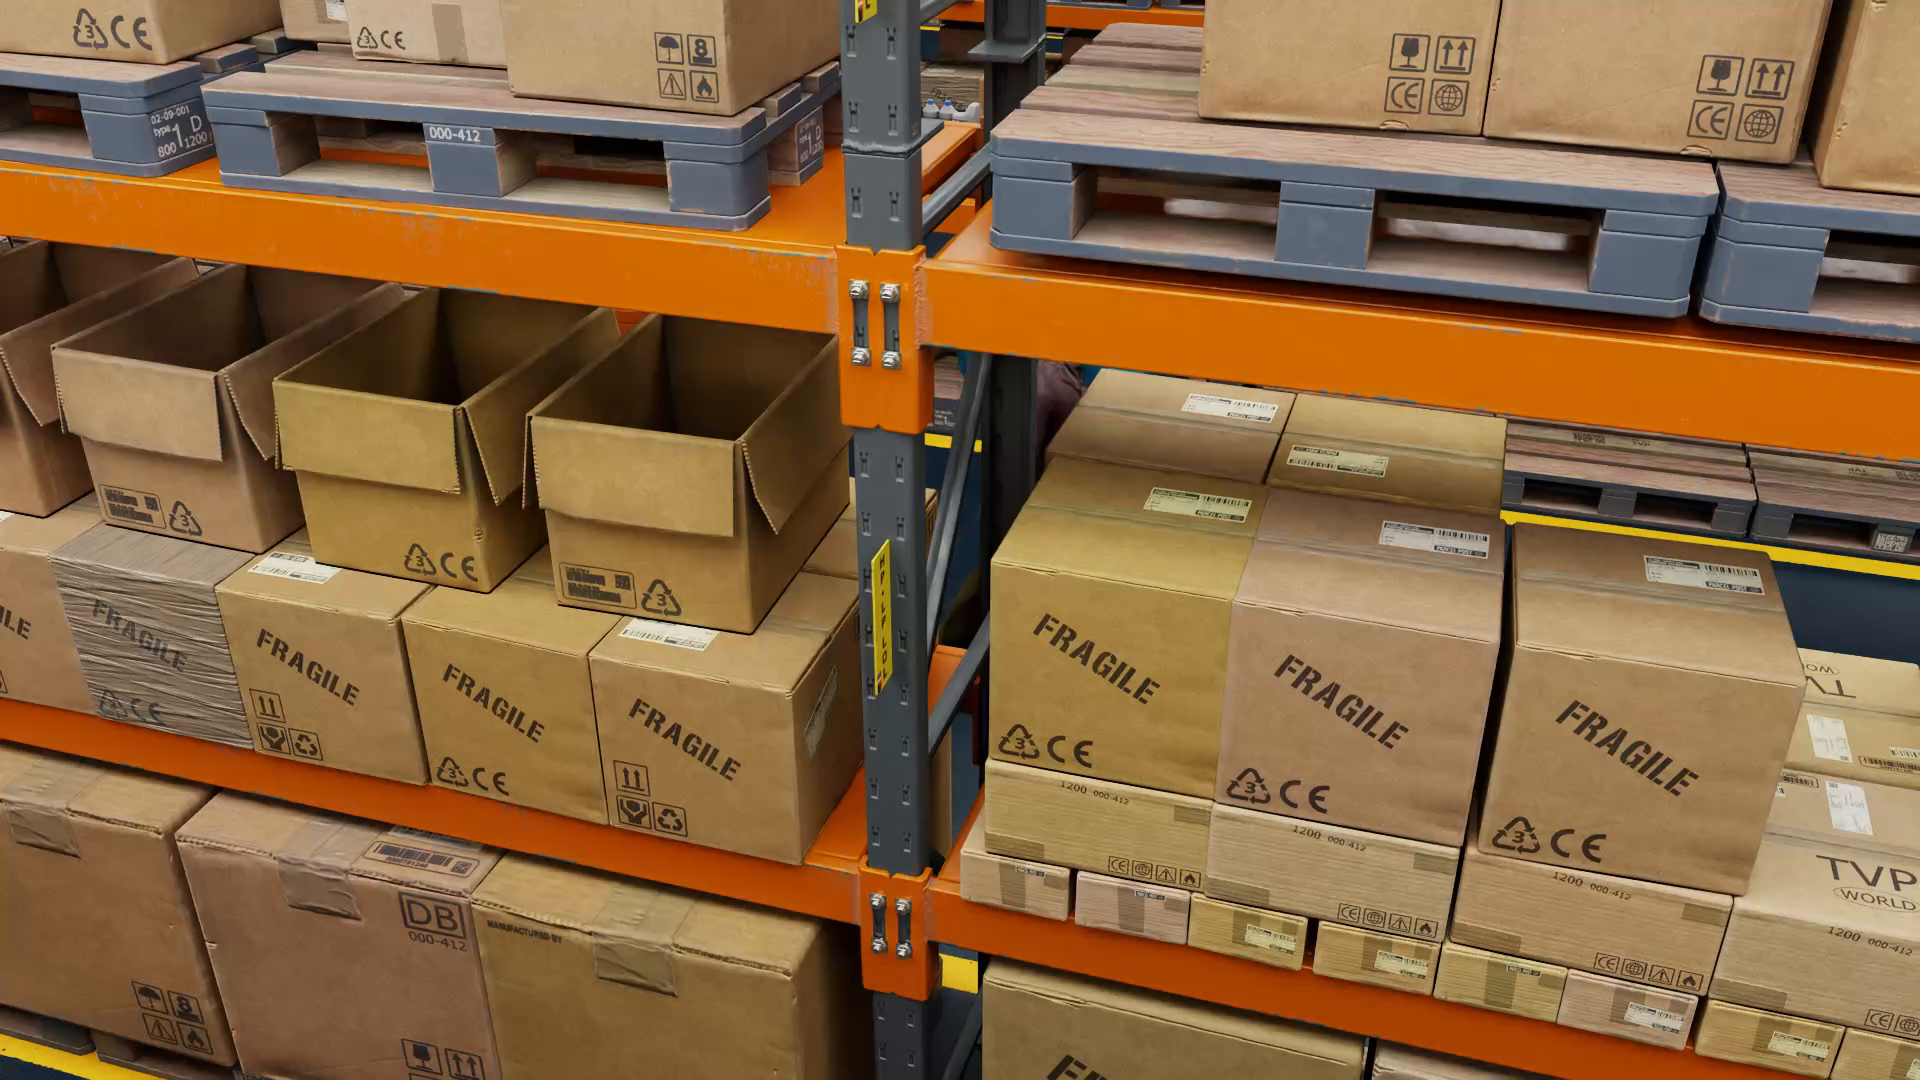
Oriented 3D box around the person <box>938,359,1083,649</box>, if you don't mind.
[{"bbox_3d":[0.413,-0.167,6.415,1.106,1.723,0.615,-3,29,-5],"label":"person"}]
